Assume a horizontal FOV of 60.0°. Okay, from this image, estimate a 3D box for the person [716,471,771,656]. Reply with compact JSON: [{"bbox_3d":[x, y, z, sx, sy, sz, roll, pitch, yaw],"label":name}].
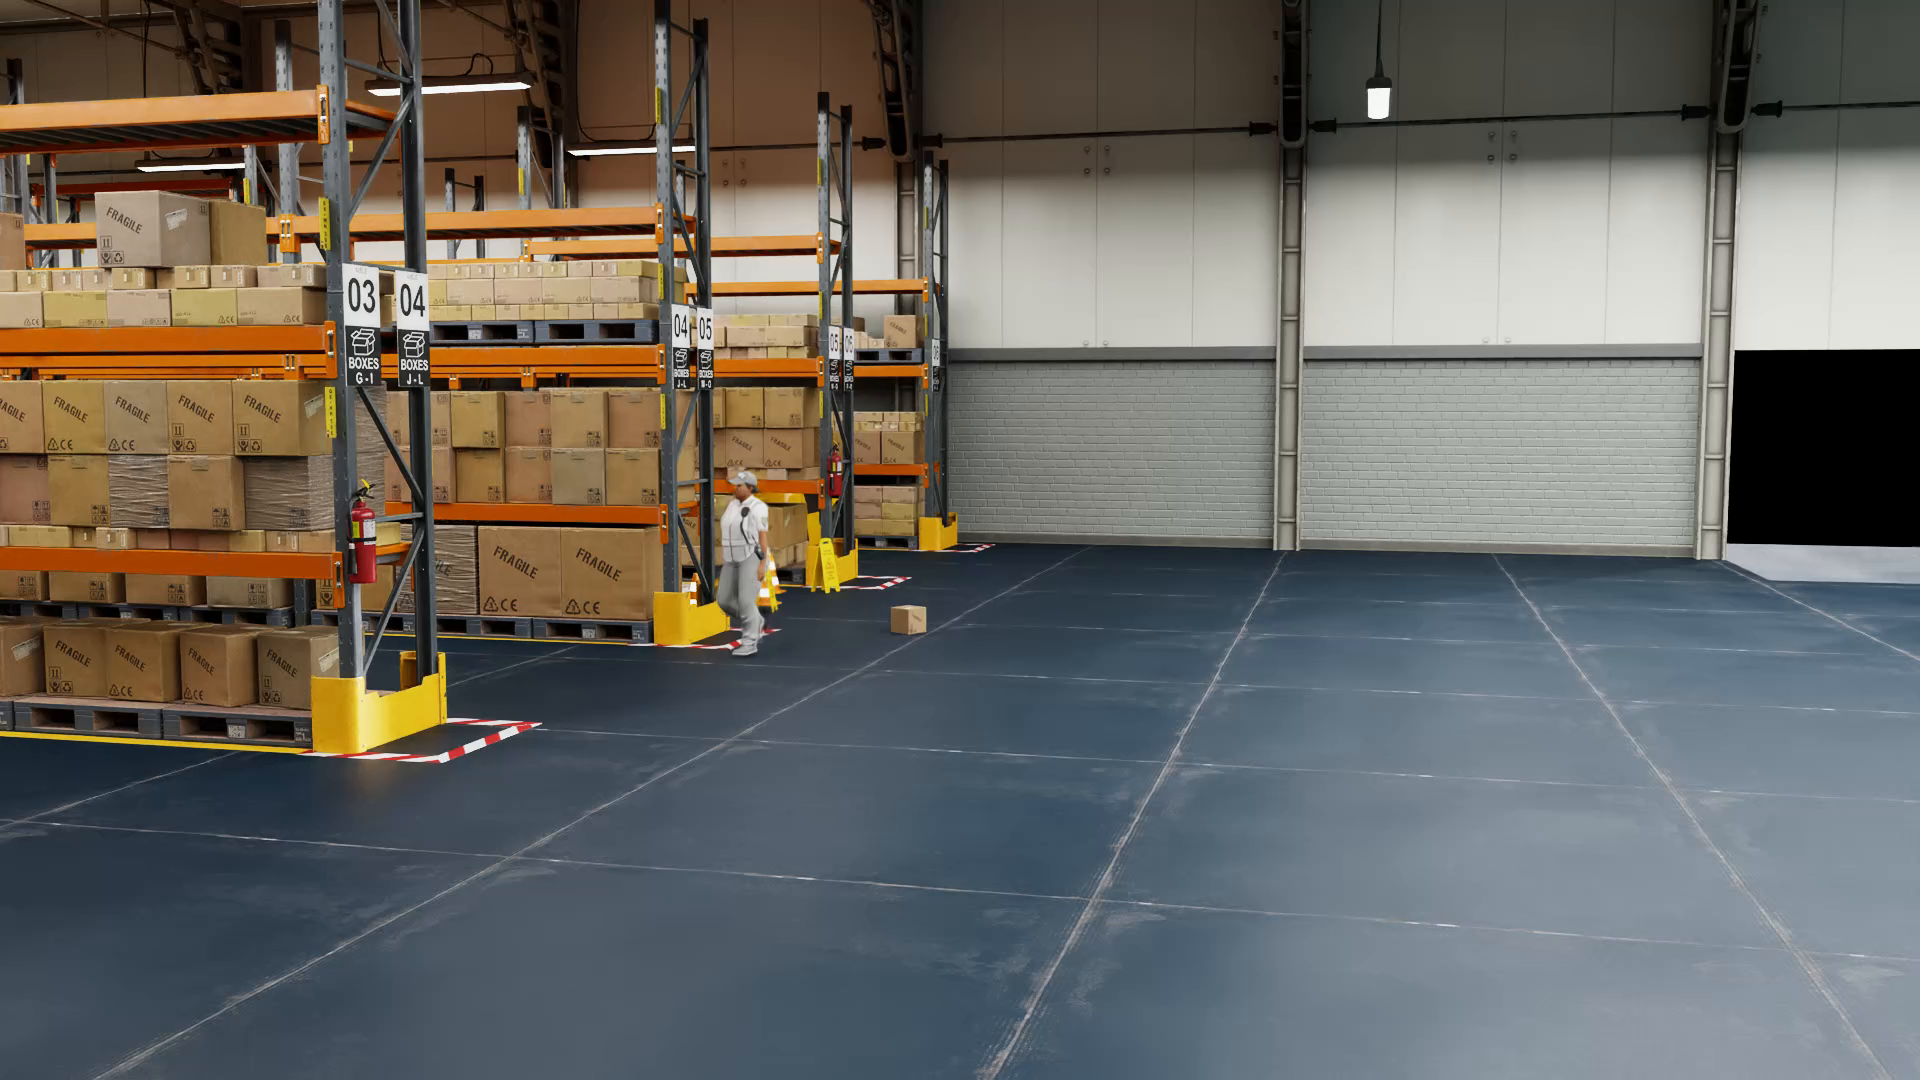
[{"bbox_3d":[-1.919,0.197,15.055,0.492,1.649,0.558,4,6,37],"label":"person"}]
